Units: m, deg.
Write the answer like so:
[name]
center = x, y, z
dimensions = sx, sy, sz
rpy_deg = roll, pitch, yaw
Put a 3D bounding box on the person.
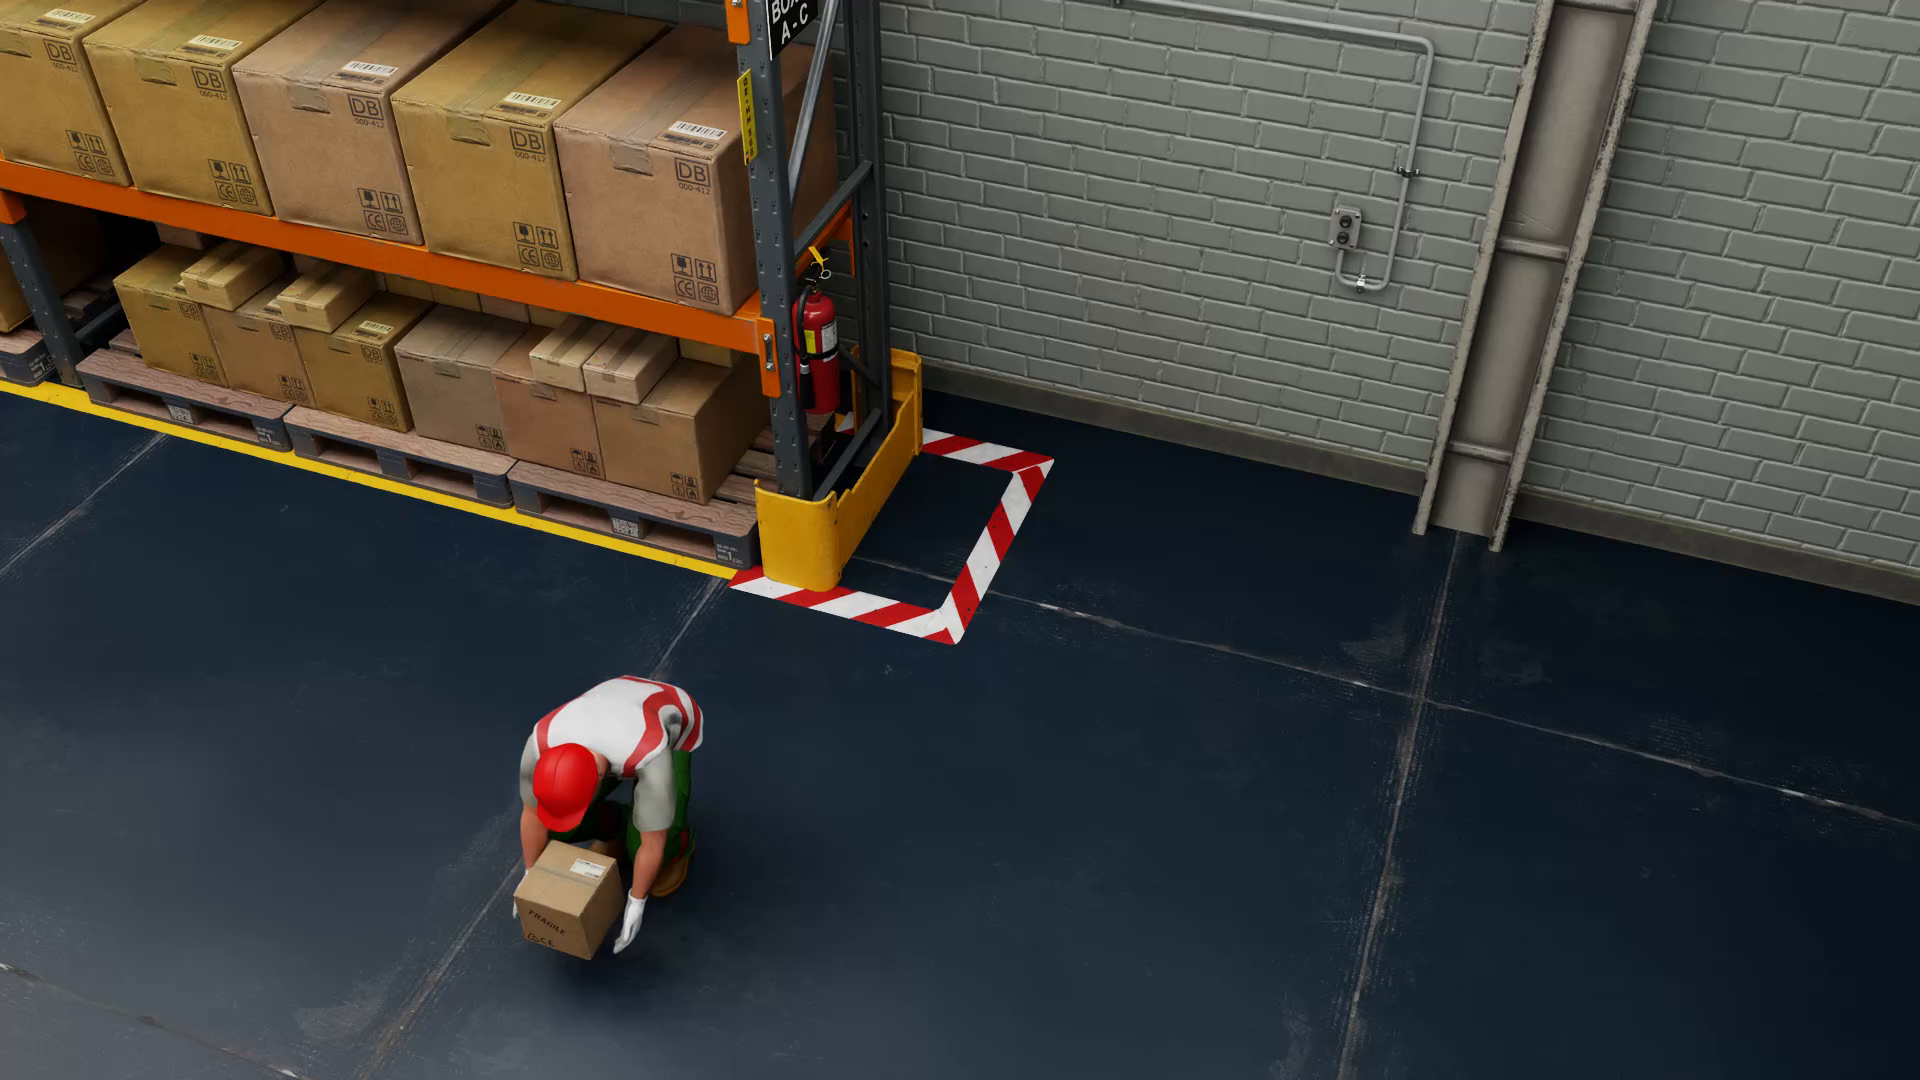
[person]
center = -1.173, 0.861, 5.727
dimensions = 0.577, 1.040, 0.868
rpy_deg = 13, 43, 15
